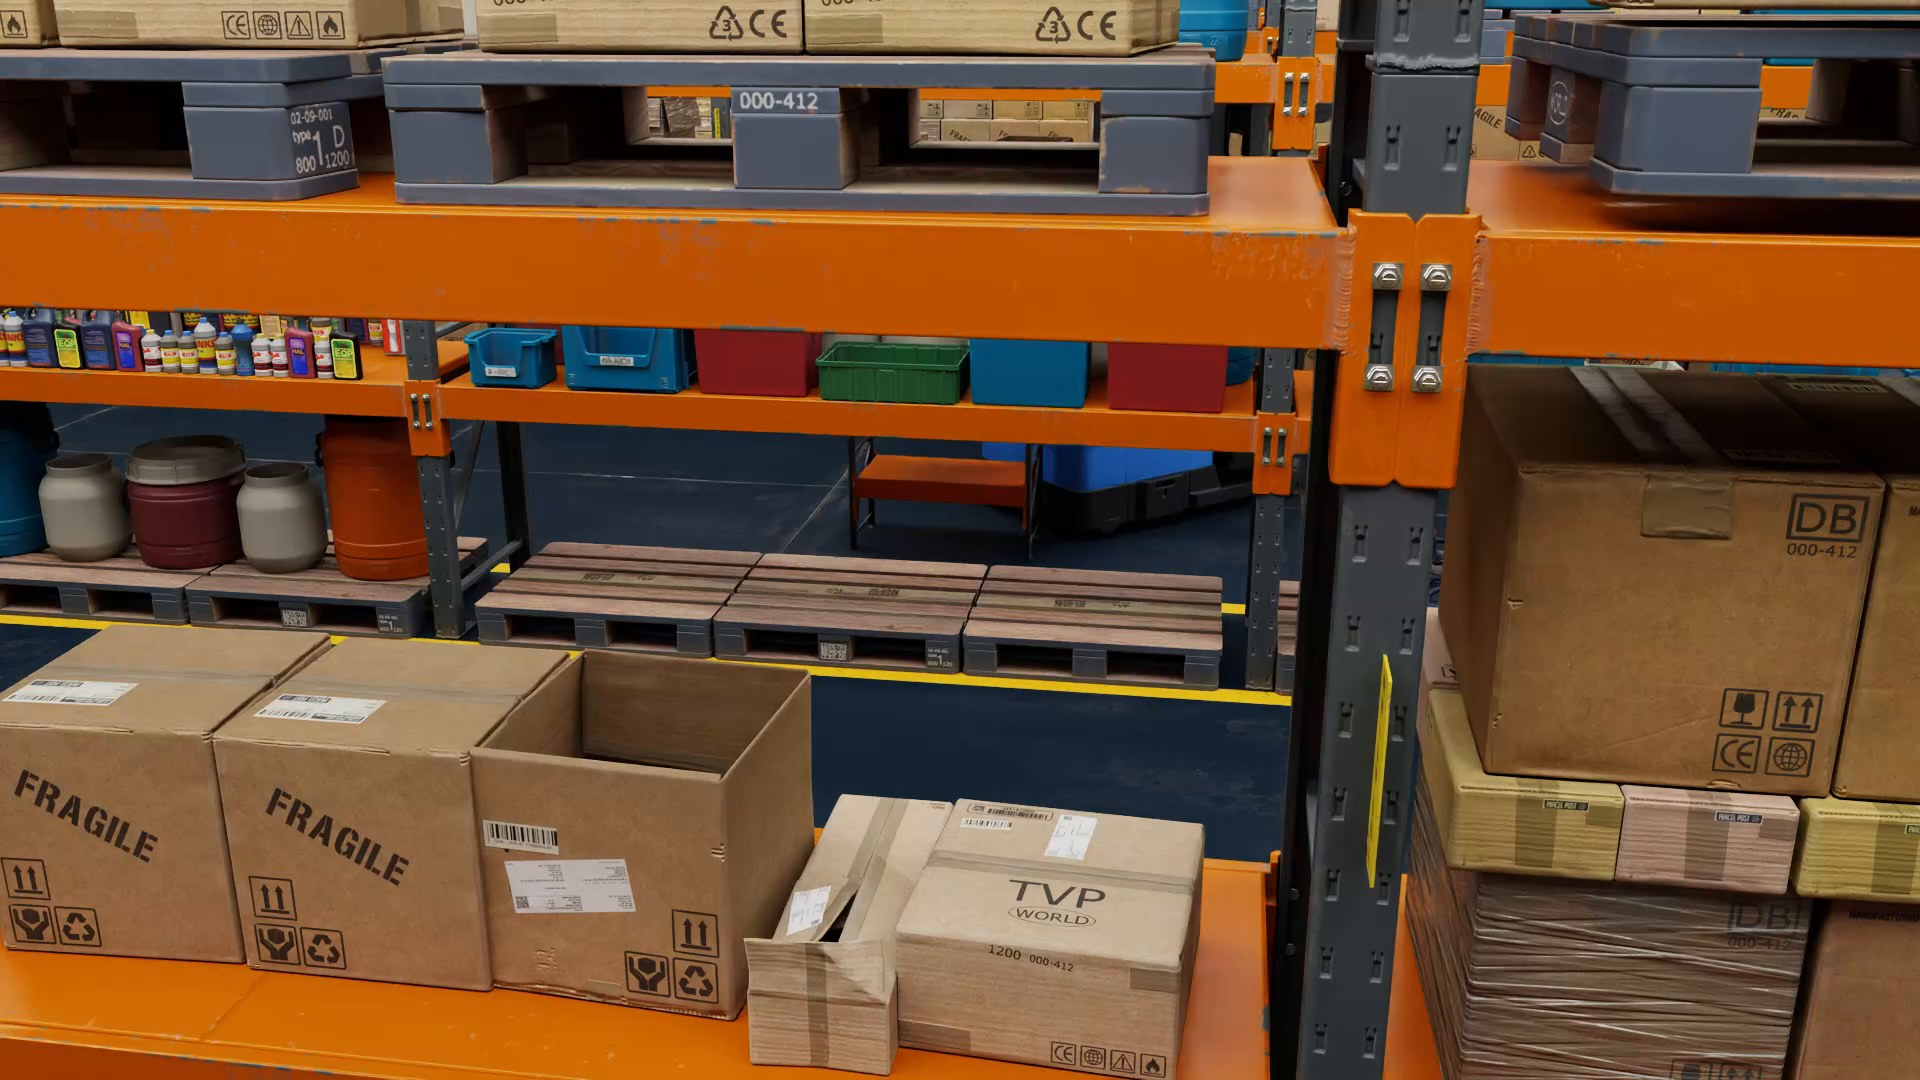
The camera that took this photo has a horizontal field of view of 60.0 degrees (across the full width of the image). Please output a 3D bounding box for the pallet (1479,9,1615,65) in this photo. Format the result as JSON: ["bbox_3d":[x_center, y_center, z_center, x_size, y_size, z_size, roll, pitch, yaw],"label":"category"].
[{"bbox_3d":[2.193,-2.206,7.239,1.003,0.211,1.213,3,19,9],"label":"pallet"}]

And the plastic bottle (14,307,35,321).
[{"bbox_3d":[-5.003,-1.211,8.898,0.097,0.271,0.097,0,18,0],"label":"plastic bottle"}]

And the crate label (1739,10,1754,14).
[{"bbox_3d":[3.619,-2.227,7.239,0.408,0.251,0.502,3,19,9],"label":"crate label"}]

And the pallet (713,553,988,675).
[{"bbox_3d":[-0.524,0.356,8.407,1.213,0.211,1.003,3,19,9],"label":"pallet"}]

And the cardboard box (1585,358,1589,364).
[{"bbox_3d":[4.376,-1.336,12.347,0.500,0.500,0.500,5,19,14],"label":"cardboard box"}]

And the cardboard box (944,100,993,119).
[{"bbox_3d":[0.129,-4.651,17.244,0.500,0.500,0.700,3,19,8],"label":"cardboard box"}]

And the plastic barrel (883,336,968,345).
[{"bbox_3d":[-0.169,-1.097,8.140,0.433,0.535,0.433,0,18,0],"label":"plastic barrel"}]

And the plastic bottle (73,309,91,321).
[{"bbox_3d":[-4.772,-1.242,8.982,0.135,0.276,0.152,3,19,9],"label":"plastic bottle"}]

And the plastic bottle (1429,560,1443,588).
[{"bbox_3d":[2.338,0.204,8.066,0.135,0.276,0.152,3,19,9],"label":"plastic bottle"}]

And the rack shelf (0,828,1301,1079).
[{"bbox_3d":[-1.299,0.913,3.479,4.000,0.370,1.077,3,19,9],"label":"rack shelf"}]

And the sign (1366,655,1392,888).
[{"bbox_3d":[0.600,0.332,2.384,0.005,0.325,0.100,3,19,9],"label":"sign"}]

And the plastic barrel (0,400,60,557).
[{"bbox_3d":[-5.200,-0.417,8.967,0.708,0.901,0.600,3,19,9],"label":"plastic barrel"}]

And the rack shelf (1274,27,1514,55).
[{"bbox_3d":[4.226,-3.411,11.677,4.000,0.370,1.077,3,19,9],"label":"rack shelf"}]

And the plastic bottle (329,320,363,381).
[{"bbox_3d":[-2.951,-0.911,7.983,0.133,0.283,0.061,3,19,9],"label":"plastic bottle"}]

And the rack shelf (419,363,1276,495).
[{"bbox_3d":[-0.509,-0.638,8.117,4.000,0.370,1.077,3,19,9],"label":"rack shelf"}]

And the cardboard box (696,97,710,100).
[{"bbox_3d":[-2.781,-4.706,17.937,0.250,0.149,0.380,3,19,8],"label":"cardboard box"}]

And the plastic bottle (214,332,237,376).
[{"bbox_3d":[-3.578,-0.910,8.109,0.097,0.201,0.097,0,18,0],"label":"plastic bottle"}]

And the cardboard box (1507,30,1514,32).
[{"bbox_3d":[3.667,-3.625,11.420,0.500,0.250,0.500,2,19,6],"label":"cardboard box"}]

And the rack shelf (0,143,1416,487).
[{"bbox_3d":[-1.299,-0.509,3.003,4.000,0.370,1.077,3,19,9],"label":"rack shelf"}]

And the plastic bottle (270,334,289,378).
[{"bbox_3d":[-3.290,-0.896,8.066,0.097,0.201,0.097,0,18,0],"label":"plastic bottle"}]

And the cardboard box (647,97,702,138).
[{"bbox_3d":[-2.418,-3.197,12.891,0.637,0.503,0.797,4,19,11],"label":"cardboard box"}]

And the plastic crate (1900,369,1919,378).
[{"bbox_3d":[4.233,-0.573,7.022,0.408,0.251,0.499,3,19,9],"label":"plastic crate"}]

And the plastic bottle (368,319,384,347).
[{"bbox_3d":[-3.066,-1.128,8.760,0.097,0.201,0.097,0,18,0],"label":"plastic bottle"}]

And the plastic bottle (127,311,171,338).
[{"bbox_3d":[-4.277,-1.204,8.753,0.185,0.351,0.144,3,19,9],"label":"plastic bottle"}]

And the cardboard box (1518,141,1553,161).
[{"bbox_3d":[4.138,-2.919,11.598,0.500,0.500,0.500,3,19,9],"label":"cardboard box"}]

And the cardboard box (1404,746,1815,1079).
[{"bbox_3d":[1.115,0.646,2.988,0.500,0.500,0.700,2,19,7],"label":"cardboard box"}]

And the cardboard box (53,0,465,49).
[{"bbox_3d":[-1.202,-0.993,2.891,0.500,0.250,0.500,1,19,4],"label":"cardboard box"}]

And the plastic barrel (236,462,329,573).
[{"bbox_3d":[-3.541,-0.119,8.690,0.421,0.512,0.421,0,18,0],"label":"plastic barrel"}]

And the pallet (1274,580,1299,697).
[{"bbox_3d":[2.122,0.491,8.004,1.213,0.211,1.003,3,19,9],"label":"pallet"}]

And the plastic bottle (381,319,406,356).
[{"bbox_3d":[-2.884,-1.097,8.548,0.135,0.276,0.152,3,19,9],"label":"plastic bottle"}]

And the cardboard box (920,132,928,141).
[{"bbox_3d":[-0.592,-2.867,12.824,0.500,0.500,0.700,6,19,17],"label":"cardboard box"}]

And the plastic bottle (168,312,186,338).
[{"bbox_3d":[-4.229,-1.214,8.900,0.135,0.276,0.152,3,19,9],"label":"plastic bottle"}]

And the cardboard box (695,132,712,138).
[{"bbox_3d":[-2.637,-4.208,17.385,0.250,0.149,0.380,3,19,10],"label":"cardboard box"}]

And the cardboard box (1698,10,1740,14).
[{"bbox_3d":[5.191,-3.549,11.193,0.500,0.250,0.500,3,19,9],"label":"cardboard box"}]

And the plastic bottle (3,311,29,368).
[{"bbox_3d":[-4.687,-1.000,8.267,0.097,0.271,0.097,0,18,0],"label":"plastic bottle"}]

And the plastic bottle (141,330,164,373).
[{"bbox_3d":[-3.963,-0.930,8.168,0.097,0.201,0.097,0,18,0],"label":"plastic bottle"}]

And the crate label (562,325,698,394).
[{"bbox_3d":[-1.546,-0.962,7.895,0.616,0.435,0.502,3,19,9],"label":"crate label"}]

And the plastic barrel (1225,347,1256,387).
[{"bbox_3d":[1.132,-1.231,7.964,0.708,0.901,0.600,3,19,9],"label":"plastic barrel"}]

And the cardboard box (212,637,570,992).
[{"bbox_3d":[-1.094,0.530,3.334,0.500,0.500,0.500,3,19,9],"label":"cardboard box"}]

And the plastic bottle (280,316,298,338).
[{"bbox_3d":[-3.559,-1.153,8.835,0.097,0.201,0.097,0,18,0],"label":"plastic bottle"}]

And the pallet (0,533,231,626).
[{"bbox_3d":[-4.470,0.154,9.011,1.213,0.211,1.003,3,19,9],"label":"pallet"}]

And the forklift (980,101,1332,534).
[{"bbox_3d":[1.624,-1.769,10.470,3.031,2.935,1.130,-12,22,-33],"label":"forklift"}]

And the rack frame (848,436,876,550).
[{"bbox_3d":[-0.573,-0.552,9.682,0.032,1.125,0.500,3,19,10],"label":"rack frame"}]

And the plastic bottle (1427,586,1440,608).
[{"bbox_3d":[2.197,0.340,7.542,0.185,0.351,0.144,3,19,10],"label":"plastic bottle"}]

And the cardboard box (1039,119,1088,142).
[{"bbox_3d":[1.081,-4.045,17.007,0.500,0.500,0.500,3,19,8],"label":"cardboard box"}]

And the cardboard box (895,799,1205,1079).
[{"bbox_3d":[0.183,0.733,3.121,0.500,0.250,0.500,4,19,12],"label":"cardboard box"}]

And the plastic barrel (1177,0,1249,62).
[{"bbox_3d":[0.929,-2.496,7.020,0.708,0.901,0.600,3,19,9],"label":"plastic barrel"}]

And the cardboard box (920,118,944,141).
[{"bbox_3d":[-0.411,-4.121,17.234,0.500,0.500,0.500,3,19,9],"label":"cardboard box"}]

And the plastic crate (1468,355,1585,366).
[{"bbox_3d":[2.601,-0.838,7.813,0.616,0.251,0.499,3,19,9],"label":"plastic crate"}]

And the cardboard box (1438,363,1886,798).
[{"bbox_3d":[1.115,0.031,2.782,0.500,0.500,0.700,3,19,9],"label":"cardboard box"}]

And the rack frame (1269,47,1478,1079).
[{"bbox_3d":[0.676,0.673,3.064,0.127,3.000,1.000,3,19,9],"label":"rack frame"}]

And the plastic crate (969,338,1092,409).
[{"bbox_3d":[0.327,-0.829,7.579,0.575,0.384,0.392,3,19,9],"label":"plastic crate"}]

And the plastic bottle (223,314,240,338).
[{"bbox_3d":[-3.882,-1.203,8.874,0.097,0.271,0.097,0,18,0],"label":"plastic bottle"}]

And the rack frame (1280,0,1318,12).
[{"bbox_3d":[1.465,-3.724,6.750,0.127,3.000,1.000,3,19,9],"label":"rack frame"}]

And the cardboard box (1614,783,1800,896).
[{"bbox_3d":[1.158,0.405,2.686,0.250,0.149,0.380,3,19,9],"label":"cardboard box"}]

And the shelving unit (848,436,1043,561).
[{"bbox_3d":[-0.074,-0.523,9.592,1.048,1.125,0.538,3,19,10],"label":"shelving unit"}]
